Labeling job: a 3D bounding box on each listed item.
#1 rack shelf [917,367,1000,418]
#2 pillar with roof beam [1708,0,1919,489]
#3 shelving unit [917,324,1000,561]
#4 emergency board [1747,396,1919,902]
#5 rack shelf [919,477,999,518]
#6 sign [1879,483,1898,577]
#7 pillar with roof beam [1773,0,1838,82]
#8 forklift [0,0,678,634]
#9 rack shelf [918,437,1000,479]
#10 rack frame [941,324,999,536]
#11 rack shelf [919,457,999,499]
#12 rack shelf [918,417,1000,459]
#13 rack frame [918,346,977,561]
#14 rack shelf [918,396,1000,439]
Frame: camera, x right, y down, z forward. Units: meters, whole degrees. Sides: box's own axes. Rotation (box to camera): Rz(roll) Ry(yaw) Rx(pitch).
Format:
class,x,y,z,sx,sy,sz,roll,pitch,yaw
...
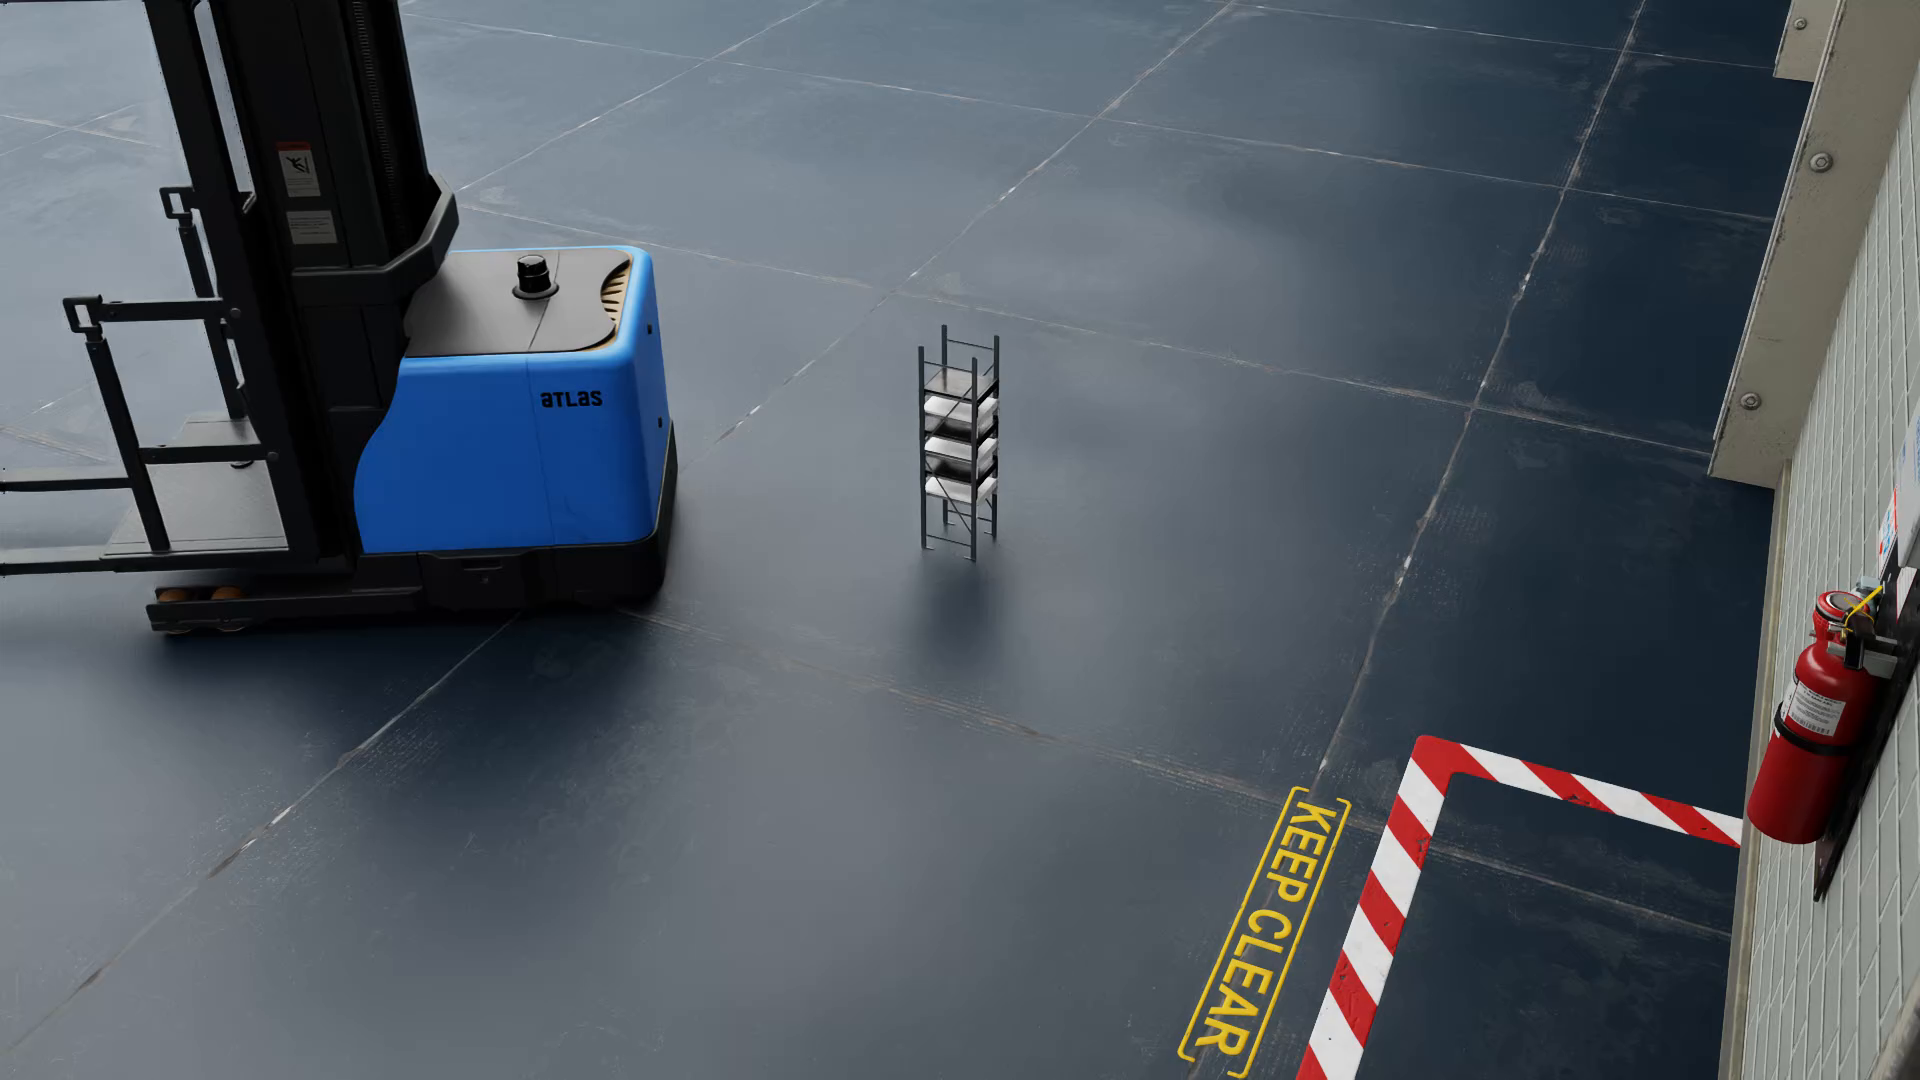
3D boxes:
class,x,y,z,sx,sy,sz,roll,pitch,yaw
rack shelf,-0.003,-0.570,6.367,0.258,0.077,0.200,14,36,20
pillar with roof beam,-0.461,-5.094,6.312,9.100,9.000,0.400,14,36,20
shelving unit,-0.003,-0.372,6.497,0.258,0.900,0.210,14,36,20
emergency board,2.007,0.169,3.757,0.194,1.169,0.643,14,36,20
rack shelf,-0.003,-0.194,6.614,0.258,0.077,0.200,14,36,20
sign,2.332,-0.098,4.131,0.001,0.329,0.234,14,36,20
pillar with roof beam,2.049,-8.082,10.869,9.100,9.000,0.400,14,36,20
forklift,-2.679,-1.176,5.871,3.031,2.935,1.130,-2,33,-4
rack shelf,-0.003,-0.344,6.515,0.258,0.077,0.200,14,36,20
rack frame,0.039,-0.423,6.574,0.240,0.900,0.006,14,36,20
rack shelf,-0.003,-0.269,6.565,0.258,0.077,0.200,14,36,20
rack shelf,-0.003,-0.420,6.466,0.258,0.077,0.200,14,36,20
rack frame,-0.046,-0.322,6.420,0.240,0.900,0.006,14,36,20
rack shelf,-0.003,-0.495,6.417,0.258,0.077,0.200,14,36,20
